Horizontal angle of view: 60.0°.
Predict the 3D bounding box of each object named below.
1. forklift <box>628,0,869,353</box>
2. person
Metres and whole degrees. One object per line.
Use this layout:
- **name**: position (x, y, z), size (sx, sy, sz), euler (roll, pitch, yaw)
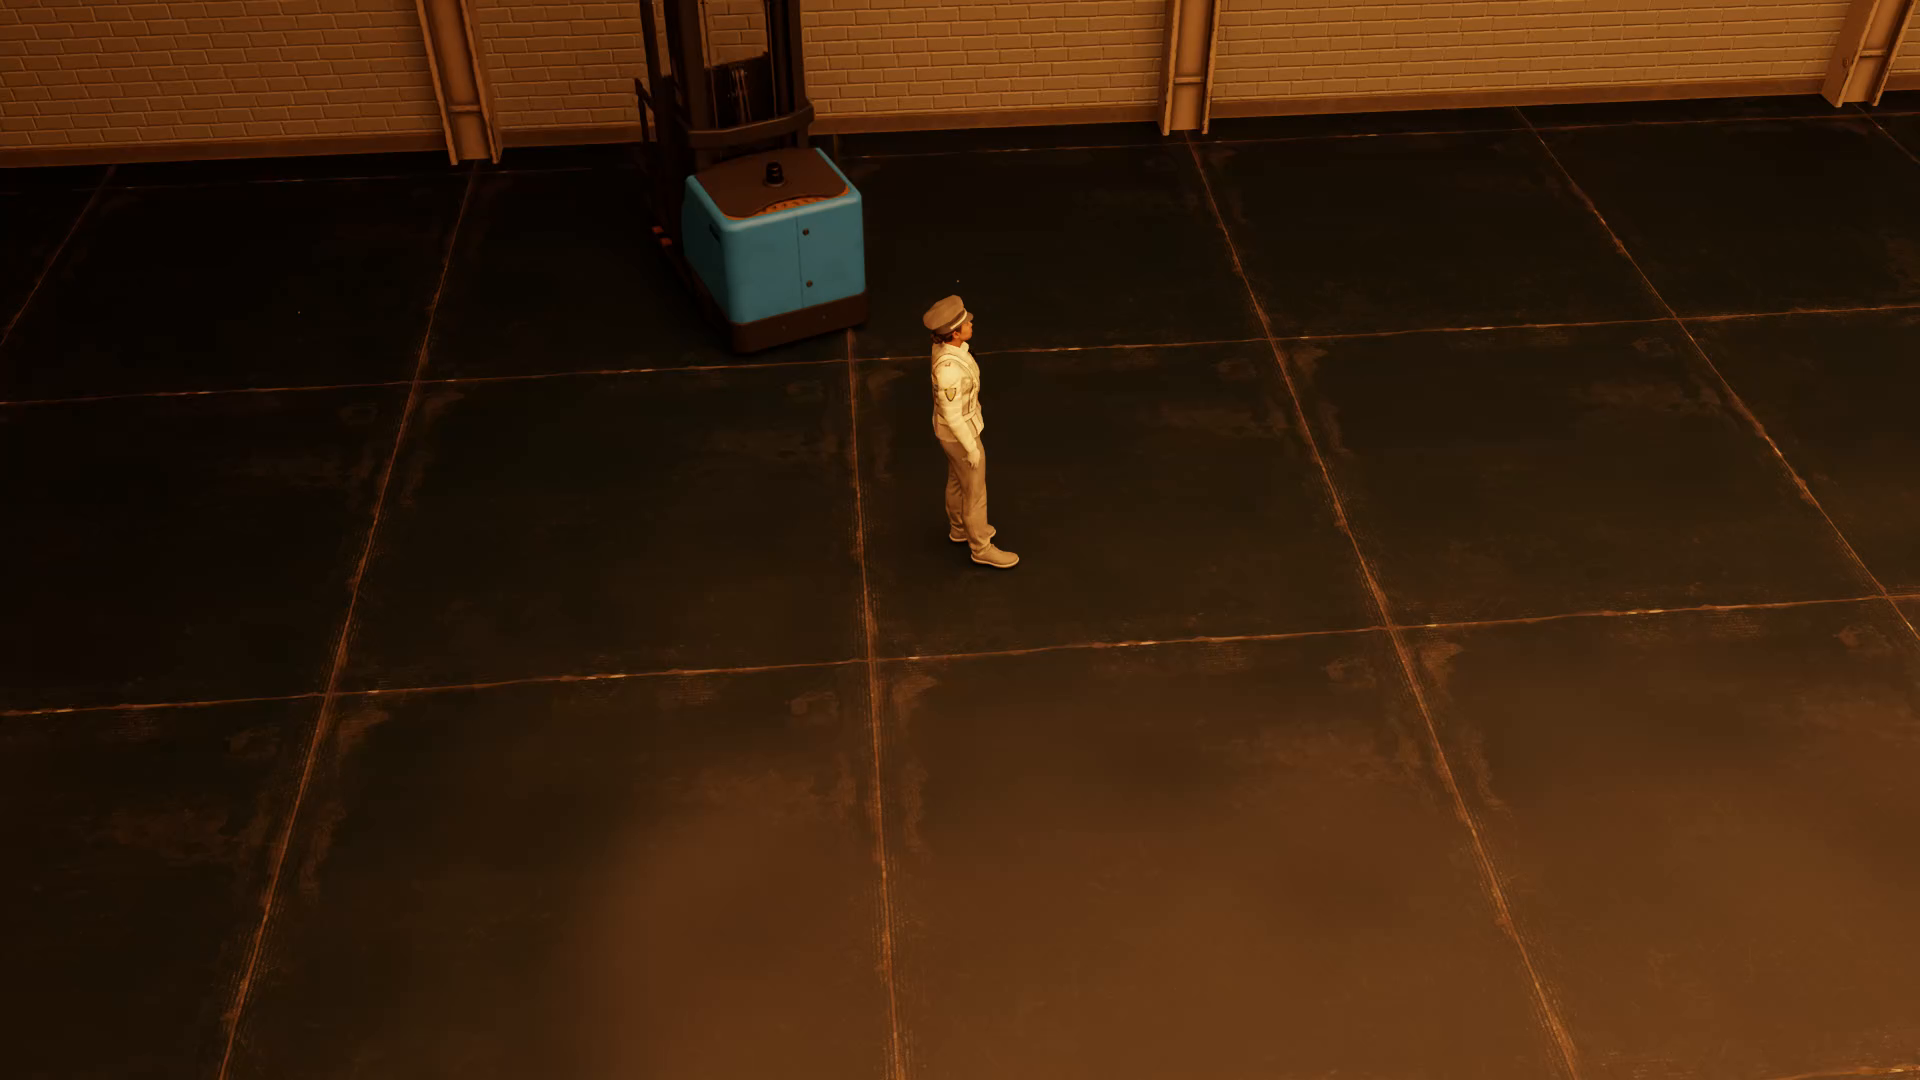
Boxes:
- **forklift**: position (-1.753, -3.371, 11.879), size (1.130, 2.935, 3.031), euler (-18, 44, -19)
- **person**: position (0.067, -0.649, 9.637), size (0.533, 1.696, 0.588), euler (-3, 41, -4)
